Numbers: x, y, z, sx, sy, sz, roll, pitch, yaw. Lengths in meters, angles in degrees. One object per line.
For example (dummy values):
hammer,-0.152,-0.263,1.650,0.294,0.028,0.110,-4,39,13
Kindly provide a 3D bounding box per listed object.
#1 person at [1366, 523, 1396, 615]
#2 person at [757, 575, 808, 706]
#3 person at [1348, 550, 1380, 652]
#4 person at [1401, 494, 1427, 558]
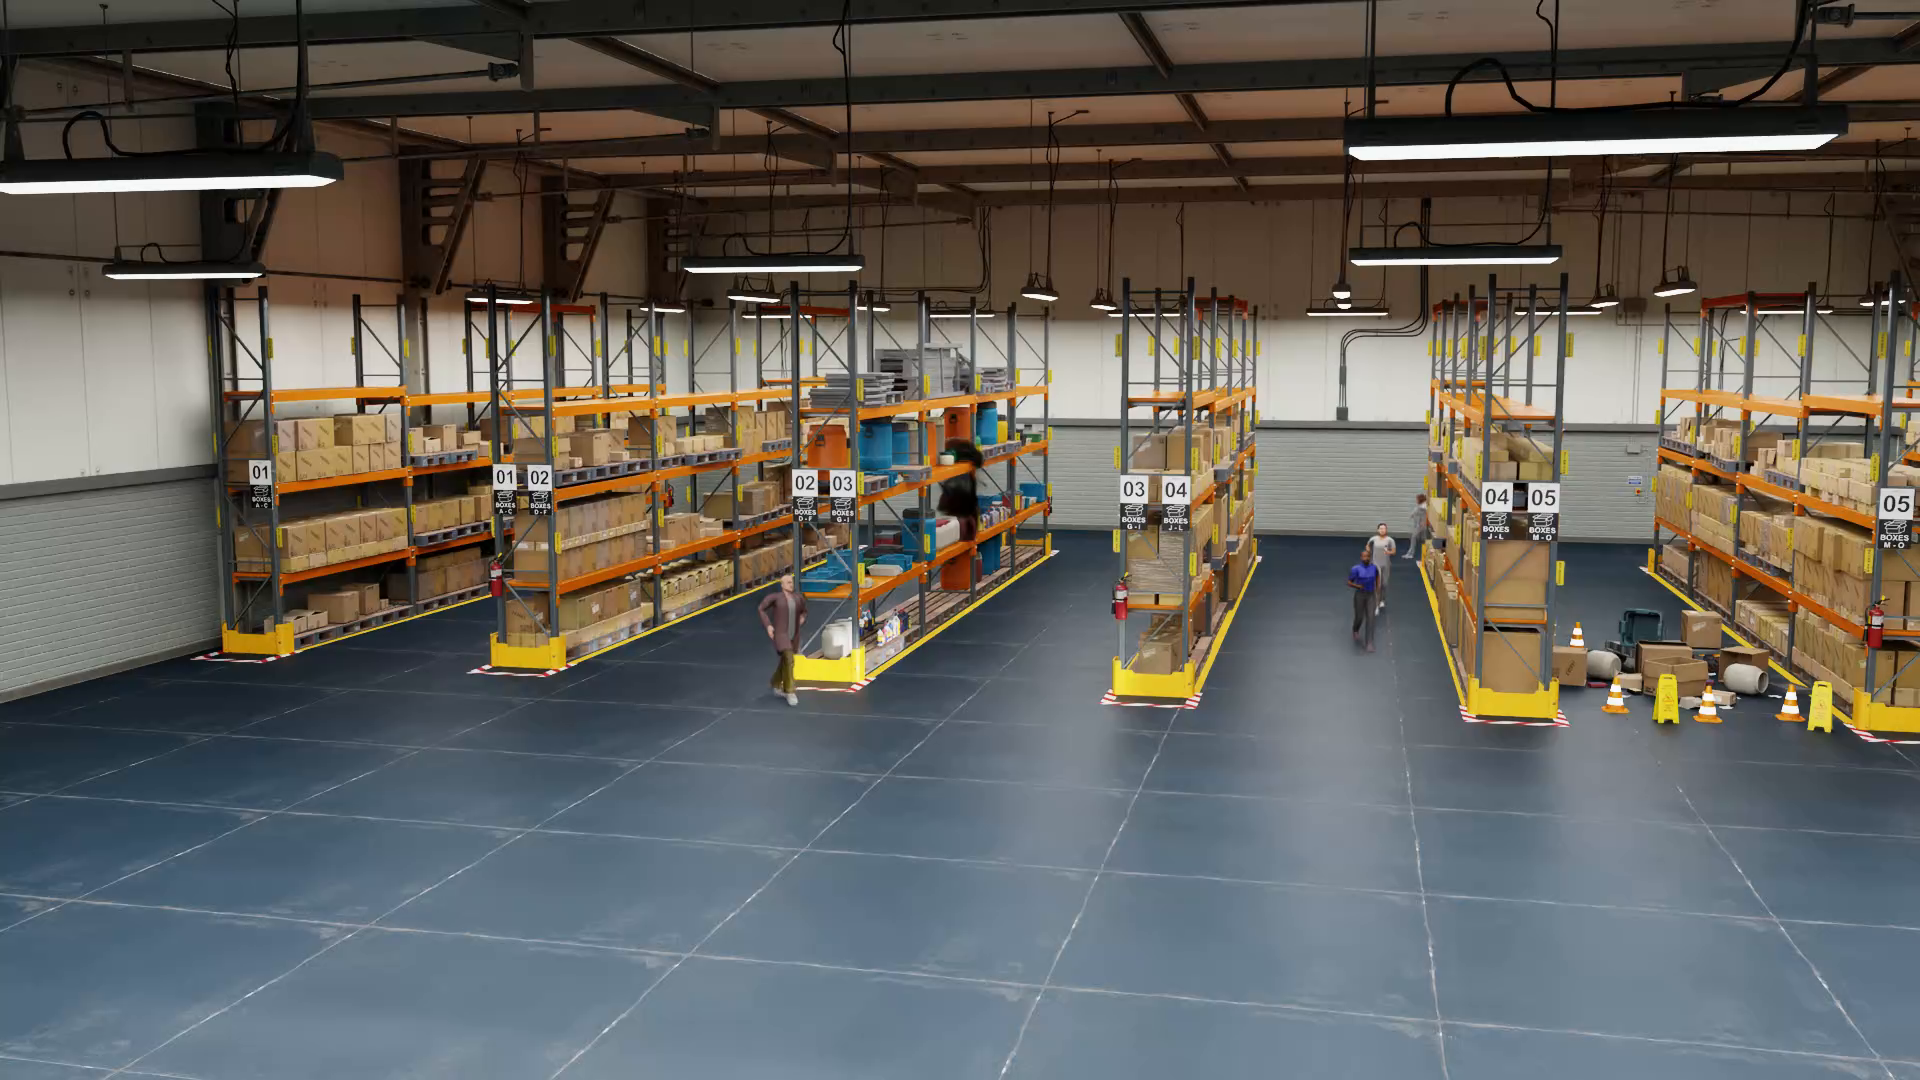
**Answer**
person,8.028,0.520,31.720,0.541,1.715,0.830,1,7,9
person,-2.454,1.400,23.704,0.700,1.802,0.794,-6,9,-40
person,6.763,0.984,27.797,0.581,1.658,0.920,0,7,1
person,10.957,-0.330,39.509,0.835,1.567,0.613,0,7,0
